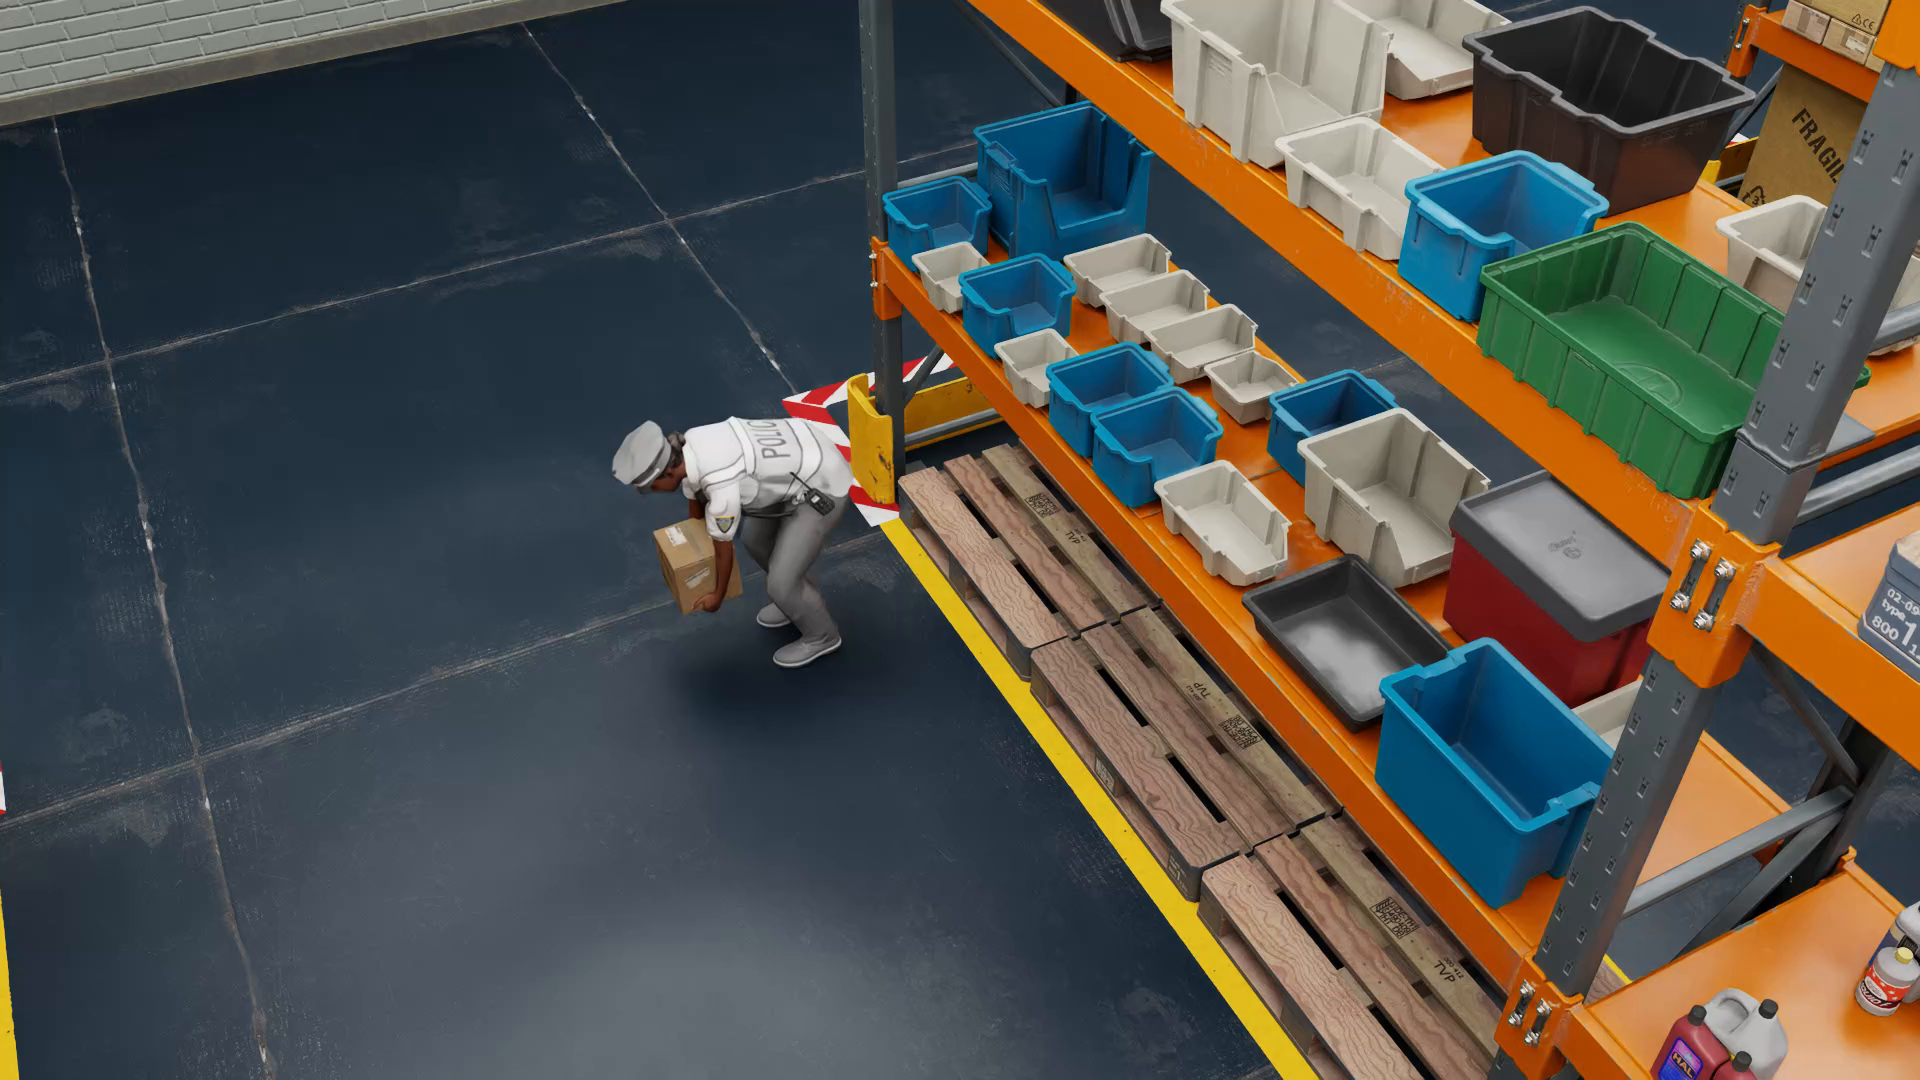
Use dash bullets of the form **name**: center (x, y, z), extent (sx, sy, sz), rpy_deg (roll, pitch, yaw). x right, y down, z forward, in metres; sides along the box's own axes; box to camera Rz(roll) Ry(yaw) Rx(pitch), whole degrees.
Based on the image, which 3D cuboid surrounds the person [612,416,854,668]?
- **person**: center (-0.856, -0.014, 6.510), extent (0.907, 1.236, 0.433), rpy_deg (-16, 44, -17)
